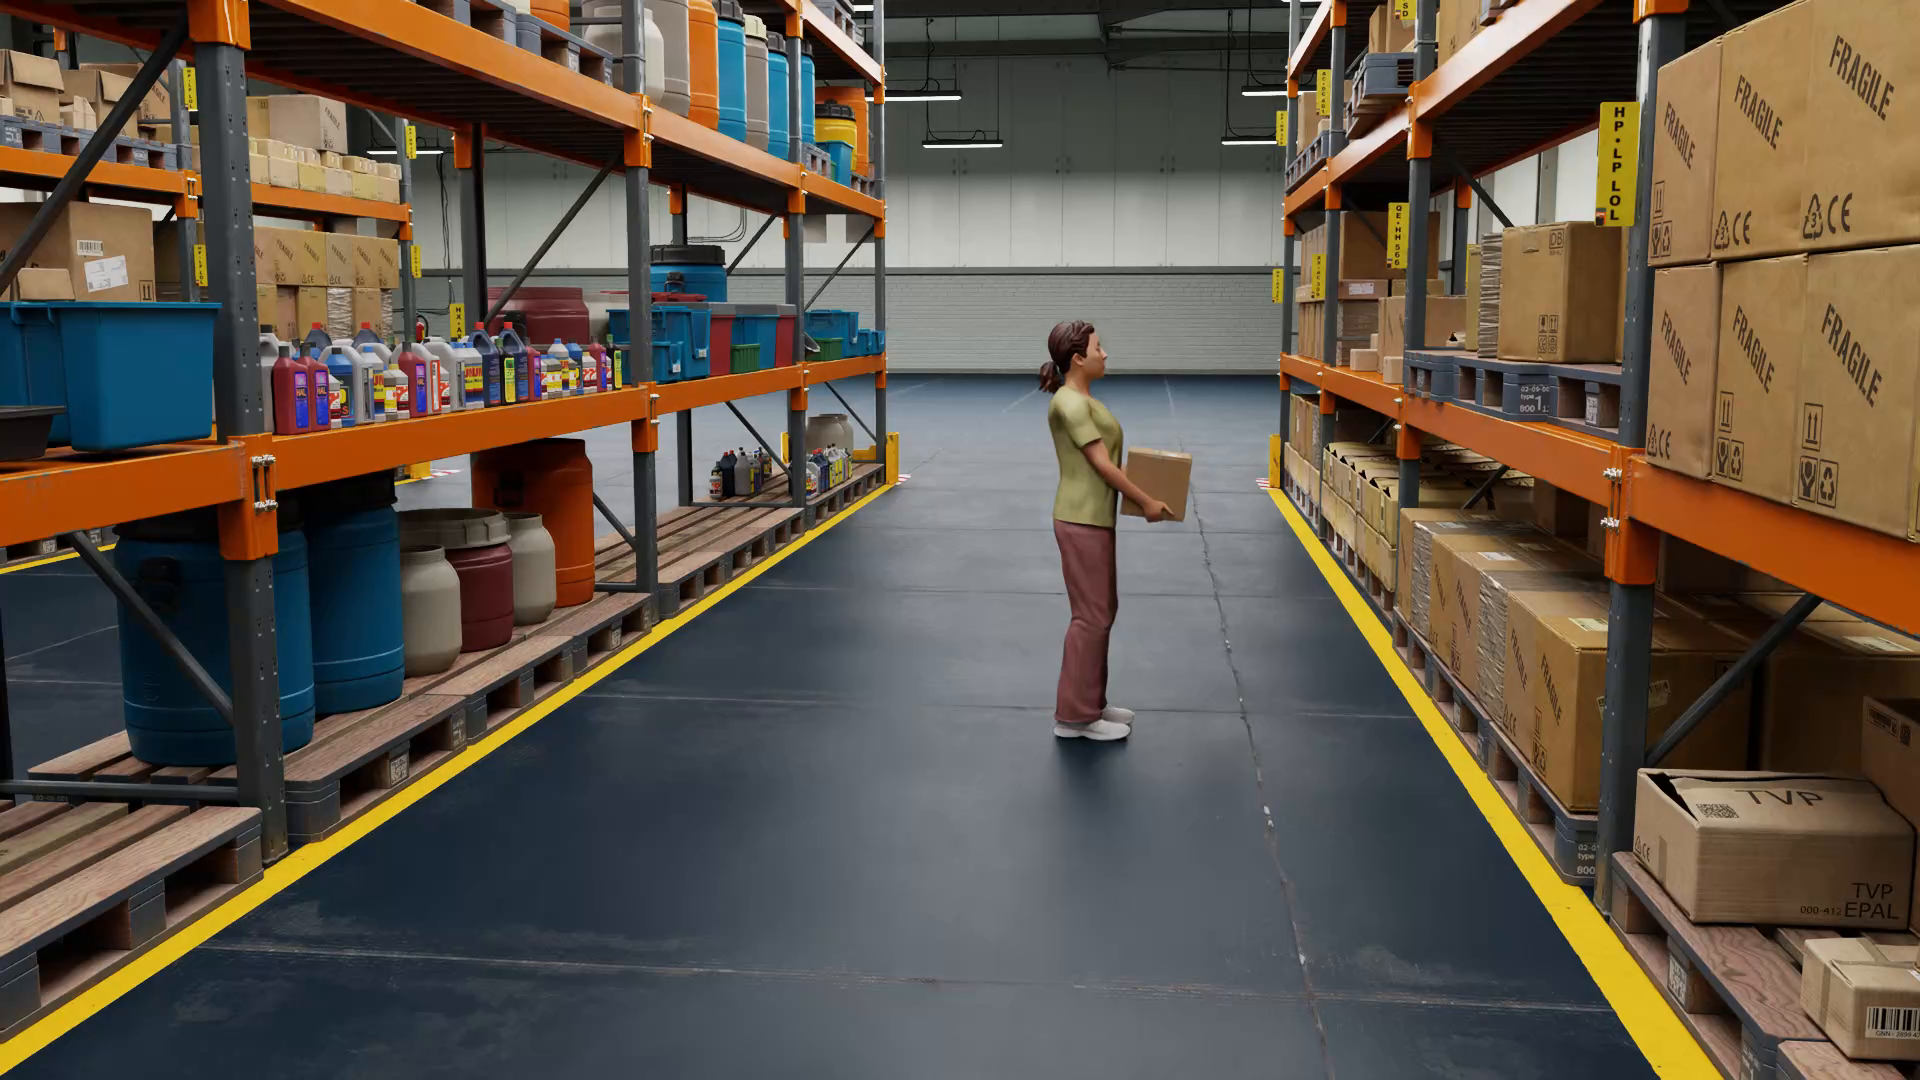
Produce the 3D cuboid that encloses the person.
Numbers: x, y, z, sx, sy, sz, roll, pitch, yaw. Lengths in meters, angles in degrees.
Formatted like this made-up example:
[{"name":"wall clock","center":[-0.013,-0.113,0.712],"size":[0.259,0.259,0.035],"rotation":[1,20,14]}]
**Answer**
[{"name":"person","center":[0.580,-0.040,6.677],"size":[0.553,1.656,0.425],"rotation":[1,8,7]}]
